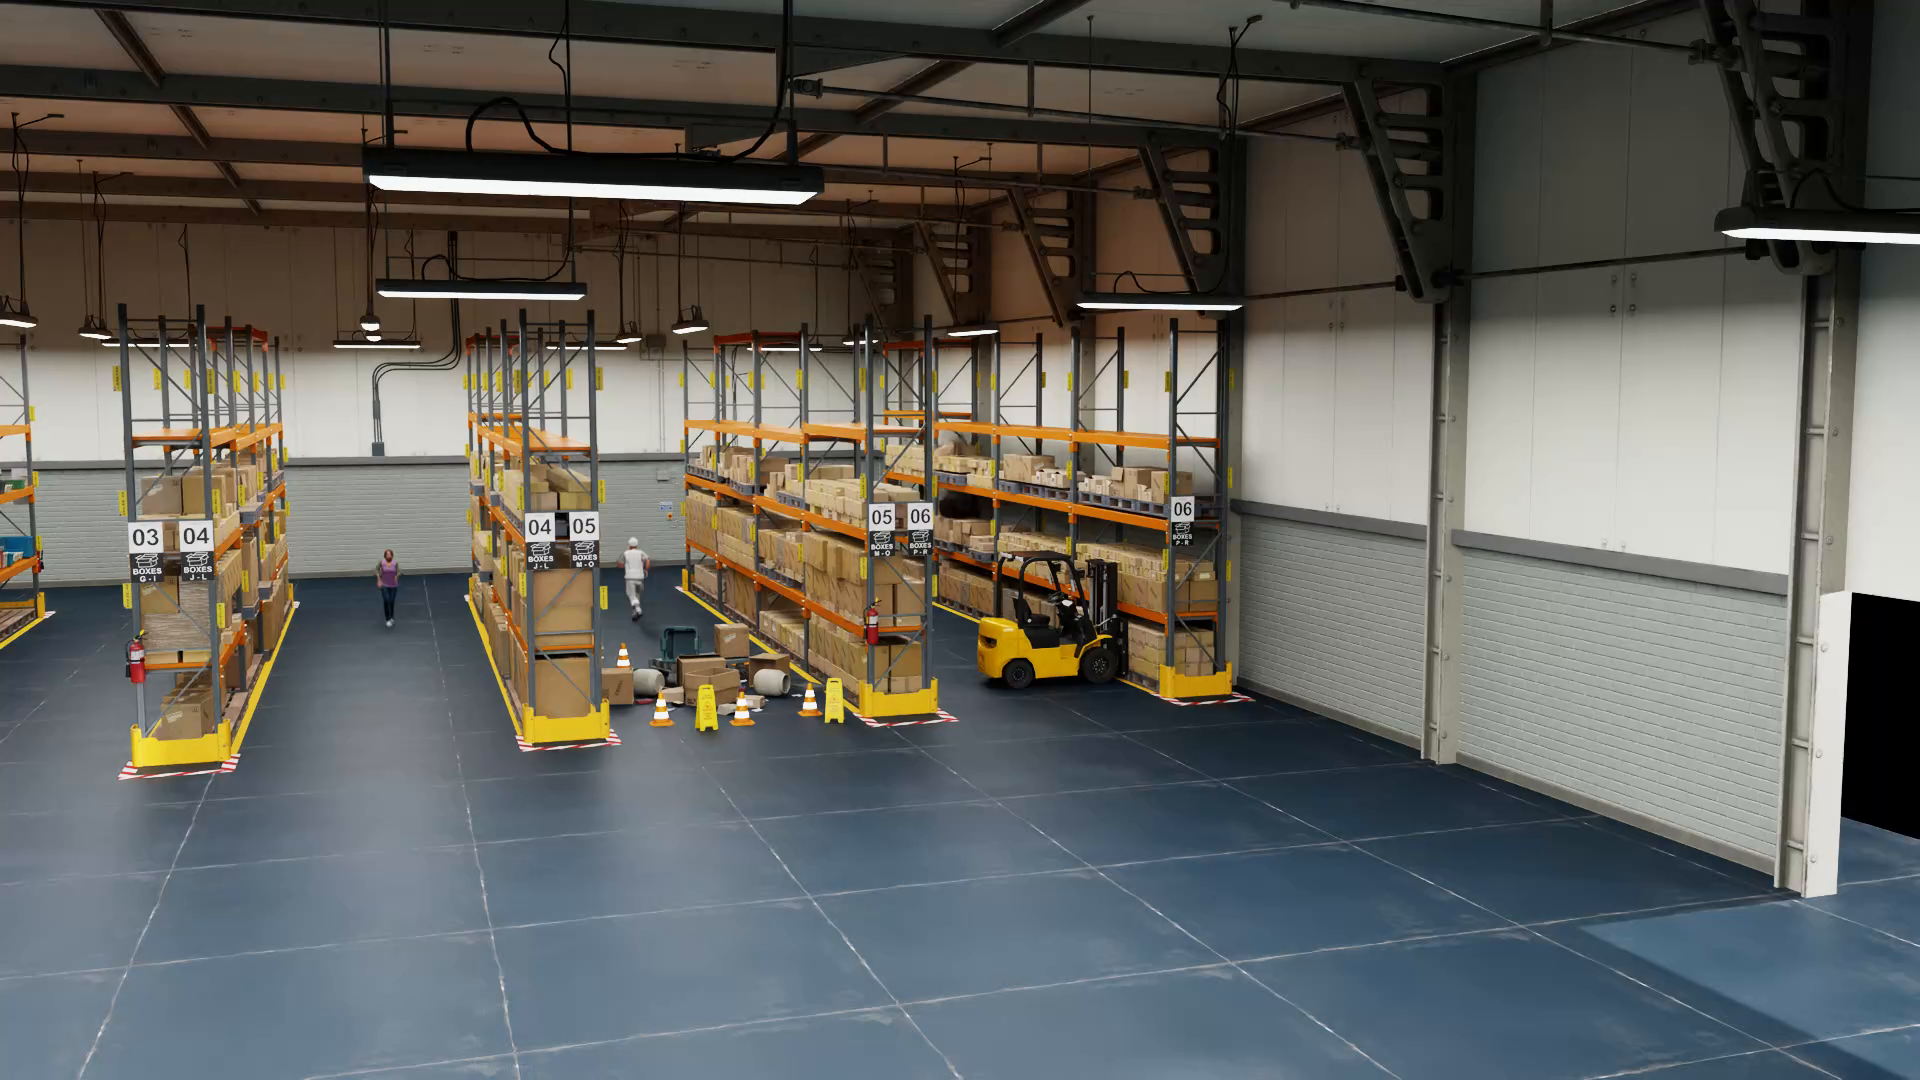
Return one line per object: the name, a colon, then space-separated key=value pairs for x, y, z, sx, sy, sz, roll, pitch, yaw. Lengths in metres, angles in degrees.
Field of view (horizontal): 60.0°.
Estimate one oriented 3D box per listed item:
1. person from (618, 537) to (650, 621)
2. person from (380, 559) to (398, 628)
person: x=-6.750 y=0.867 z=34.417 sx=0.606 sy=1.834 sz=1.081 roll=-3 pitch=6 yaw=-26
person: x=-11.764 y=1.087 z=34.223 sx=0.347 sy=1.426 sz=0.692 roll=-3 pitch=6 yaw=-30
